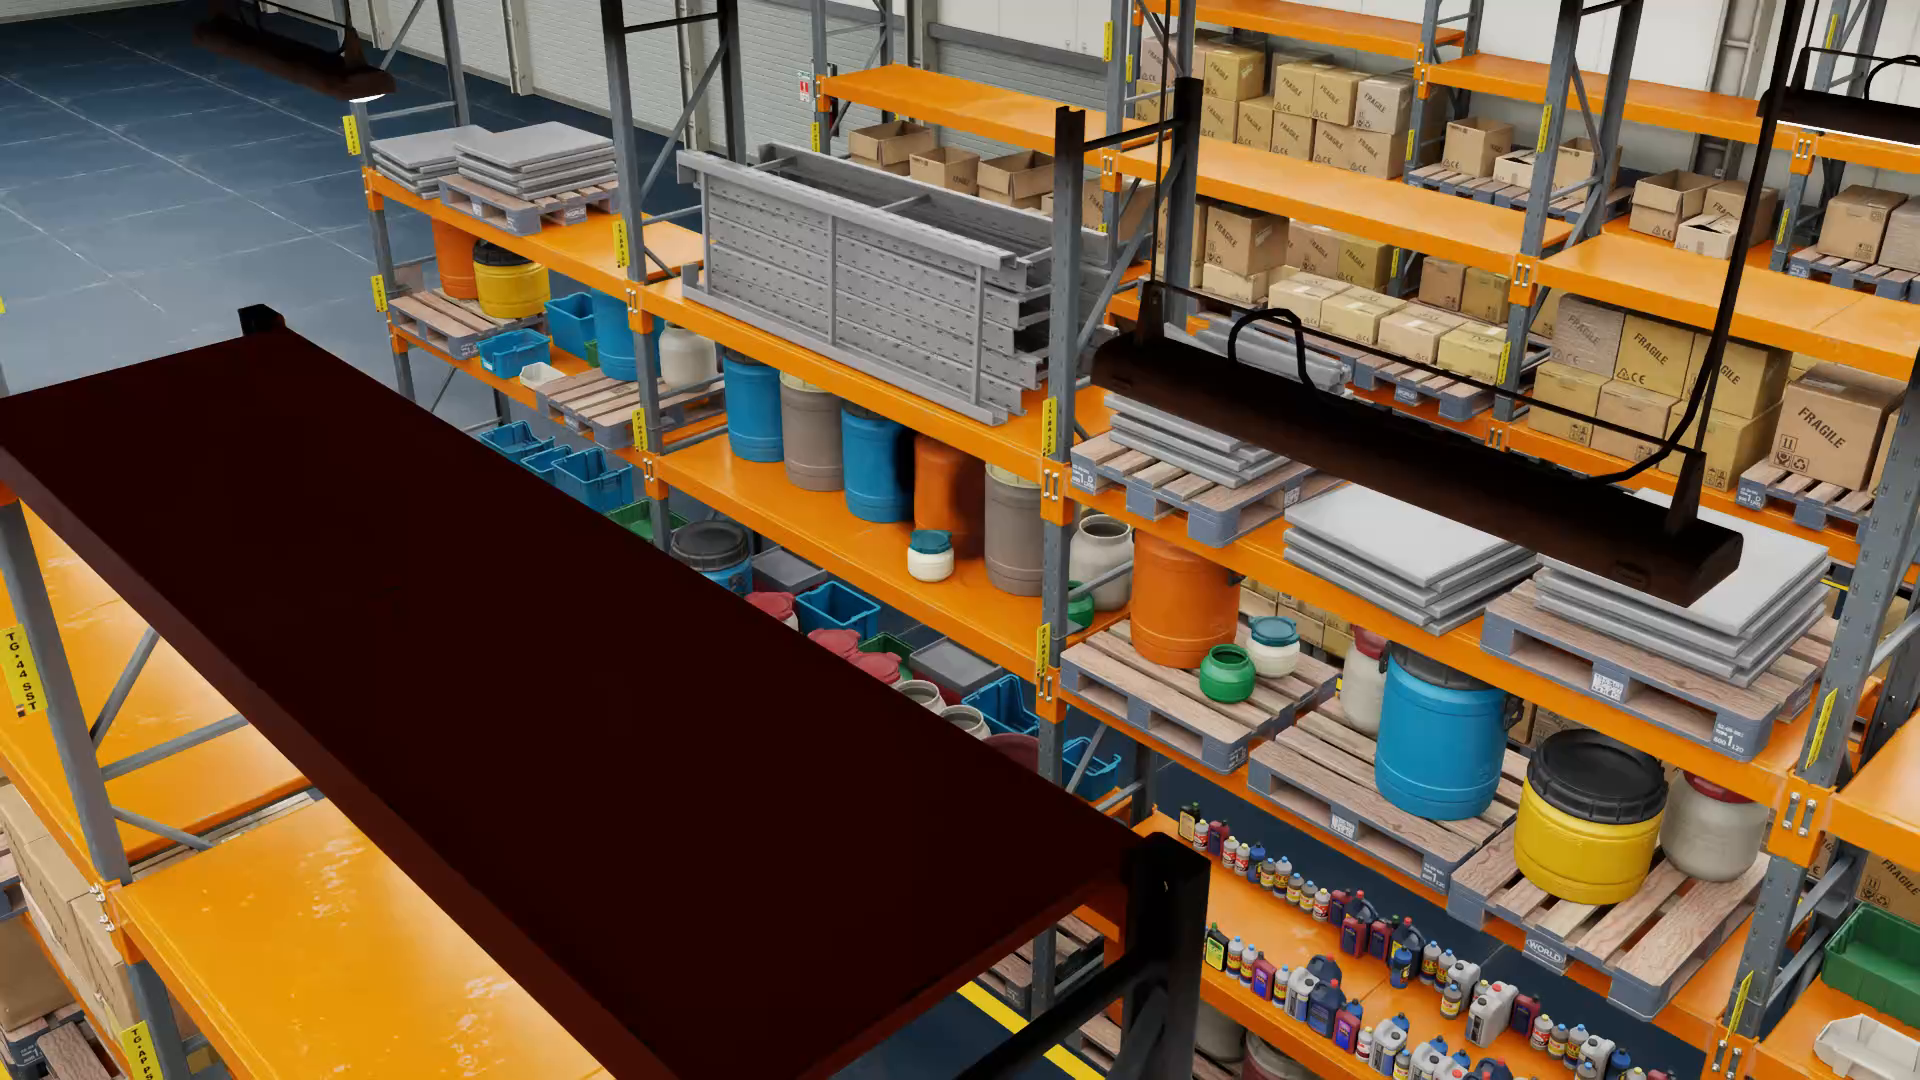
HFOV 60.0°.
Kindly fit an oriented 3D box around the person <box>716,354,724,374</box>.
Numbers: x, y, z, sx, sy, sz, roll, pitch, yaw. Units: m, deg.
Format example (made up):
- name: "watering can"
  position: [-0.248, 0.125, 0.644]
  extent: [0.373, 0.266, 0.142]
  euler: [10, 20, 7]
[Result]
- name: "person"
  position: [-2.240, -1.361, 17.610]
  extent: [0.698, 1.744, 0.649]
  euler: [-12, 31, -22]
